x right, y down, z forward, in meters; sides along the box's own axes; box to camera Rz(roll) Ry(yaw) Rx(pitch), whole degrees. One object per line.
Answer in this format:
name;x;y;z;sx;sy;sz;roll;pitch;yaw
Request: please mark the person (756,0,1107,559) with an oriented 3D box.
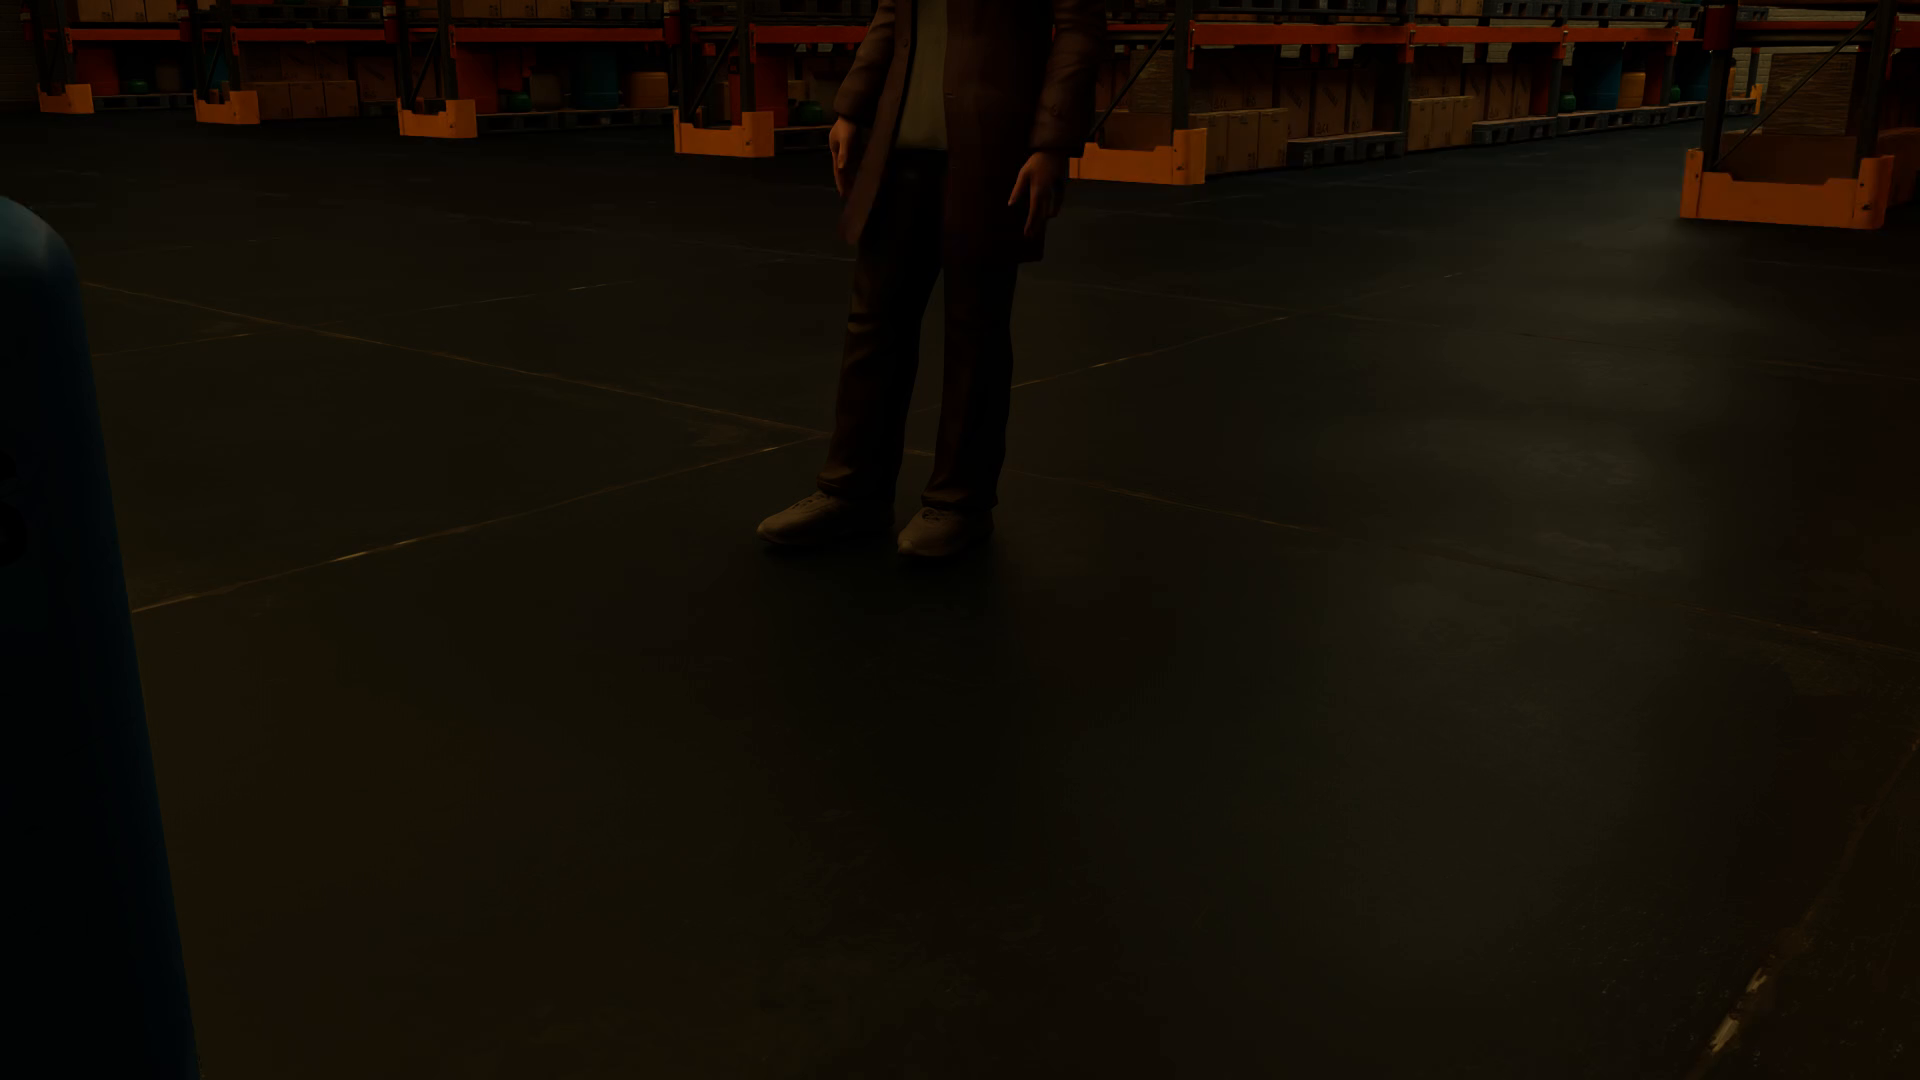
person;-0.061;-0.838;3.617;0.696;1.776;0.582;13;21;37
